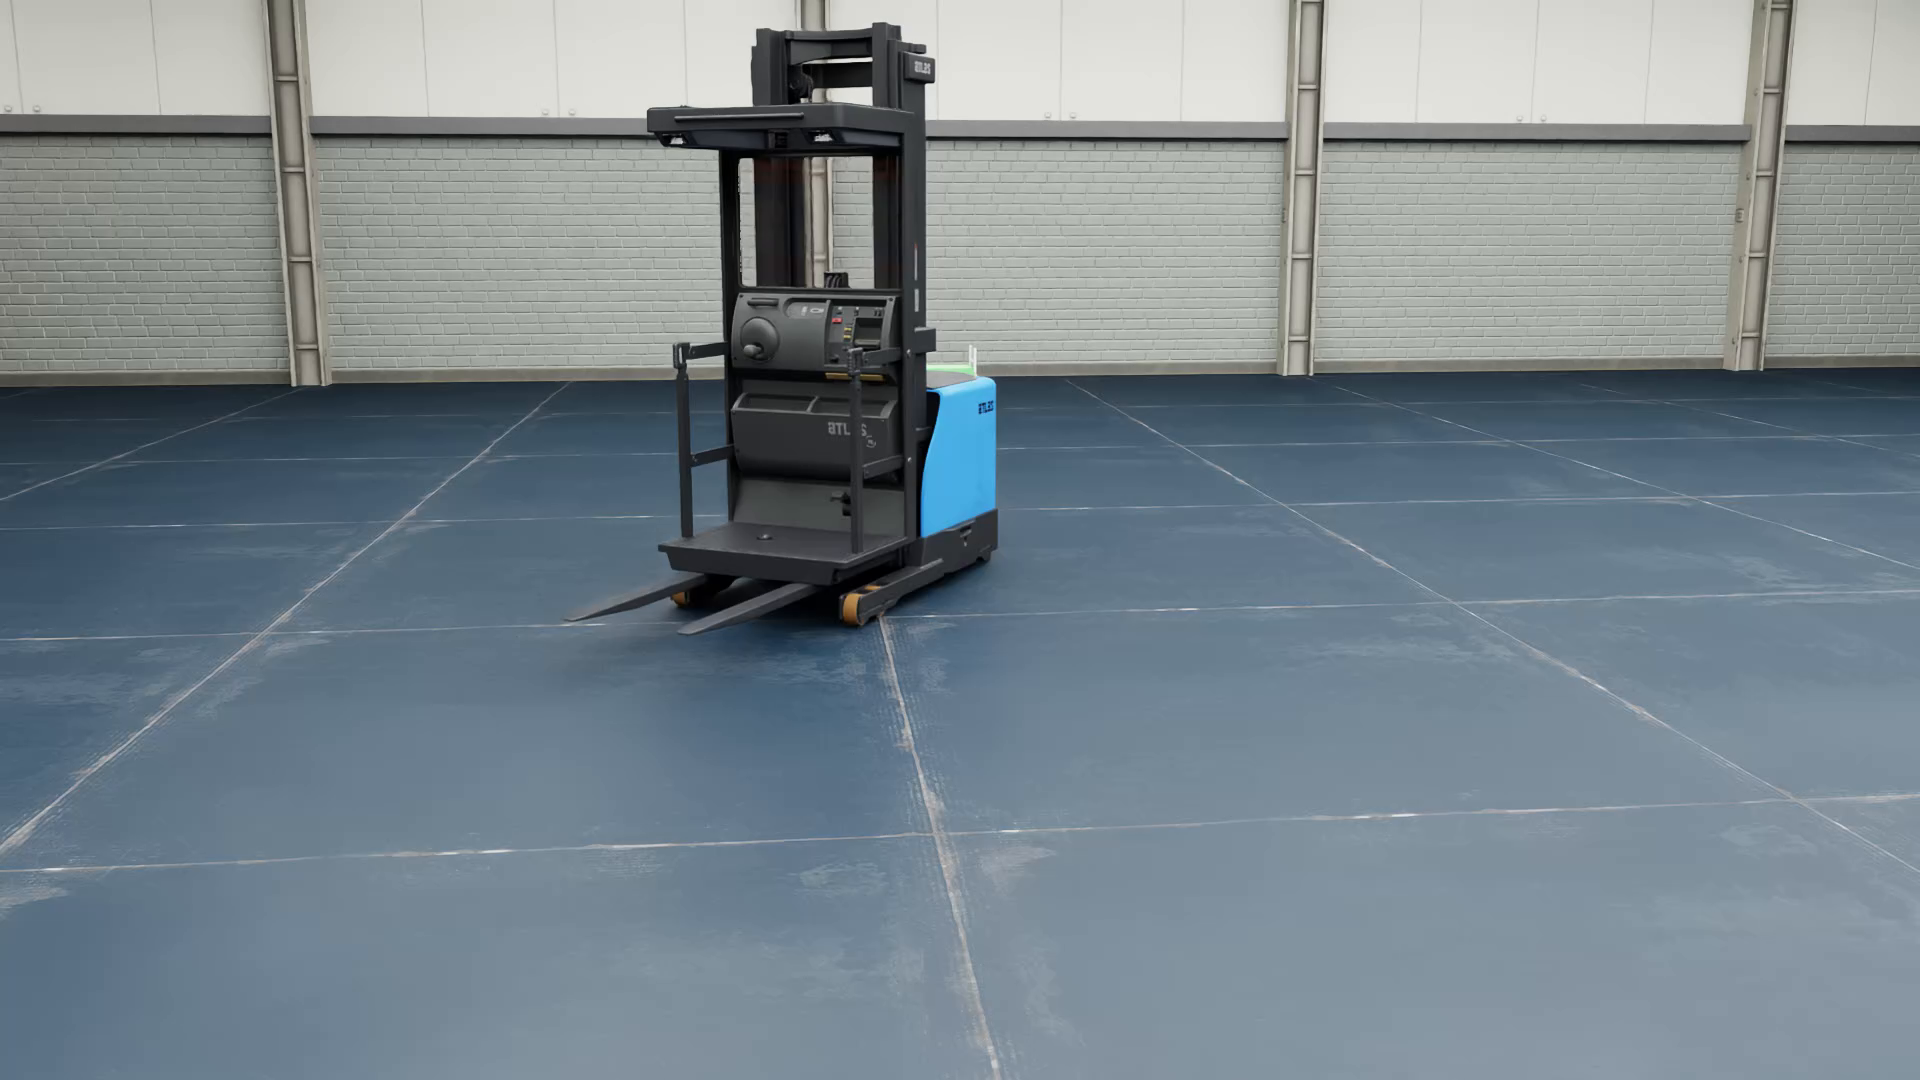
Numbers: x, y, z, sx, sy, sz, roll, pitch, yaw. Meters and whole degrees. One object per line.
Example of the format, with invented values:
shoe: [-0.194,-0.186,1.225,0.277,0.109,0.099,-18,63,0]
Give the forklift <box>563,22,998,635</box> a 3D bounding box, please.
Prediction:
forklift: [-0.847,-1.107,8.401,1.130,2.935,3.031,5,12,24]

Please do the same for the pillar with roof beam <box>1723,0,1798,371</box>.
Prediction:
pillar with roof beam: [10.661,-5.811,16.601,0.400,9.000,9.100,-1,11,-6]

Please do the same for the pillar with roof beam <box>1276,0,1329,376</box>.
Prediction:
pillar with roof beam: [4.696,-5.686,15.965,0.400,9.000,9.100,-1,11,-6]

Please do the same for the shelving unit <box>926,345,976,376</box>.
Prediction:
shelving unit: [-0.165,-0.585,10.235,0.503,1.200,0.258,-1,11,-6]

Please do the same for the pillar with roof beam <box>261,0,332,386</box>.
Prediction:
pillar with roof beam: [-7.234,-5.436,14.693,0.400,9.000,9.100,-1,11,-6]

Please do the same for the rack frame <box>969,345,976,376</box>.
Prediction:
rack frame: [0.078,-0.590,10.261,0.015,1.200,0.240,-1,11,-6]

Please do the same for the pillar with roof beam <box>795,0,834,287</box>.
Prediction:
pillar with roof beam: [-1.269,-5.561,15.329,0.400,9.000,9.100,-1,11,-6]

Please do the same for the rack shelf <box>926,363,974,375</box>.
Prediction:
rack shelf: [-0.165,-0.994,10.154,0.480,0.148,0.258,-1,11,-6]
